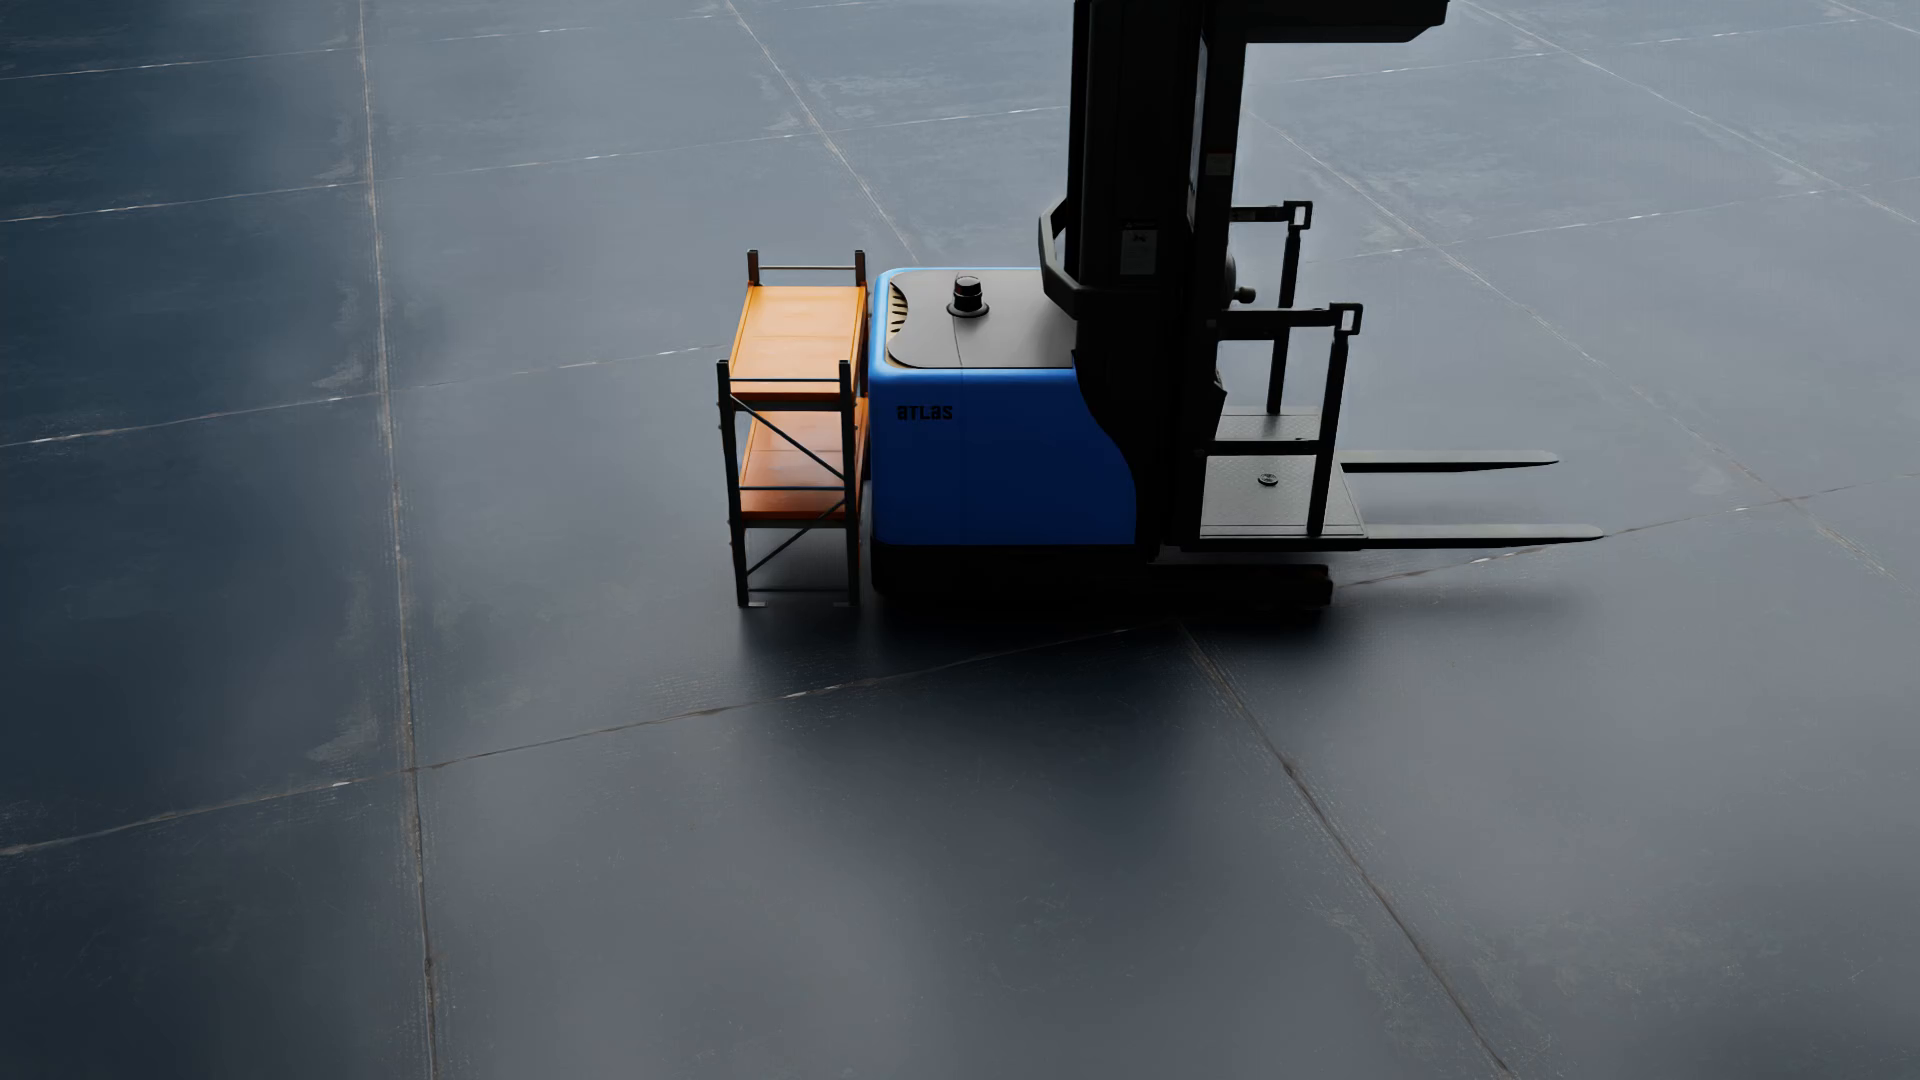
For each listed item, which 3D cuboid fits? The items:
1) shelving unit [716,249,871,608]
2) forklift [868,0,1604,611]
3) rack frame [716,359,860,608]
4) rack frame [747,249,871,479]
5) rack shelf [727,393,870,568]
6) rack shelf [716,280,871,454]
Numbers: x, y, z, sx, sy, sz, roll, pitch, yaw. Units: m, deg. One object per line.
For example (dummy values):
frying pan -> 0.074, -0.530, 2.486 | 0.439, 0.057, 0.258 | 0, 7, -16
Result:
shelving unit -> -0.658, -0.480, 6.956 | 0.538, 1.125, 1.048 | 0, 33, 0
forklift -> 1.147, -1.228, 6.450 | 3.031, 2.935, 1.130 | 0, 33, 0
rack frame -> -0.661, -0.200, 6.532 | 0.500, 1.125, 0.032 | 0, 33, 0
rack frame -> -0.654, -0.760, 7.380 | 0.500, 1.125, 0.032 | 0, 33, 0
rack shelf -> -0.658, -0.276, 7.091 | 0.538, 0.278, 1.000 | 0, 33, 0
rack shelf -> -0.658, -0.724, 6.795 | 0.538, 0.278, 1.000 | 0, 33, 0
